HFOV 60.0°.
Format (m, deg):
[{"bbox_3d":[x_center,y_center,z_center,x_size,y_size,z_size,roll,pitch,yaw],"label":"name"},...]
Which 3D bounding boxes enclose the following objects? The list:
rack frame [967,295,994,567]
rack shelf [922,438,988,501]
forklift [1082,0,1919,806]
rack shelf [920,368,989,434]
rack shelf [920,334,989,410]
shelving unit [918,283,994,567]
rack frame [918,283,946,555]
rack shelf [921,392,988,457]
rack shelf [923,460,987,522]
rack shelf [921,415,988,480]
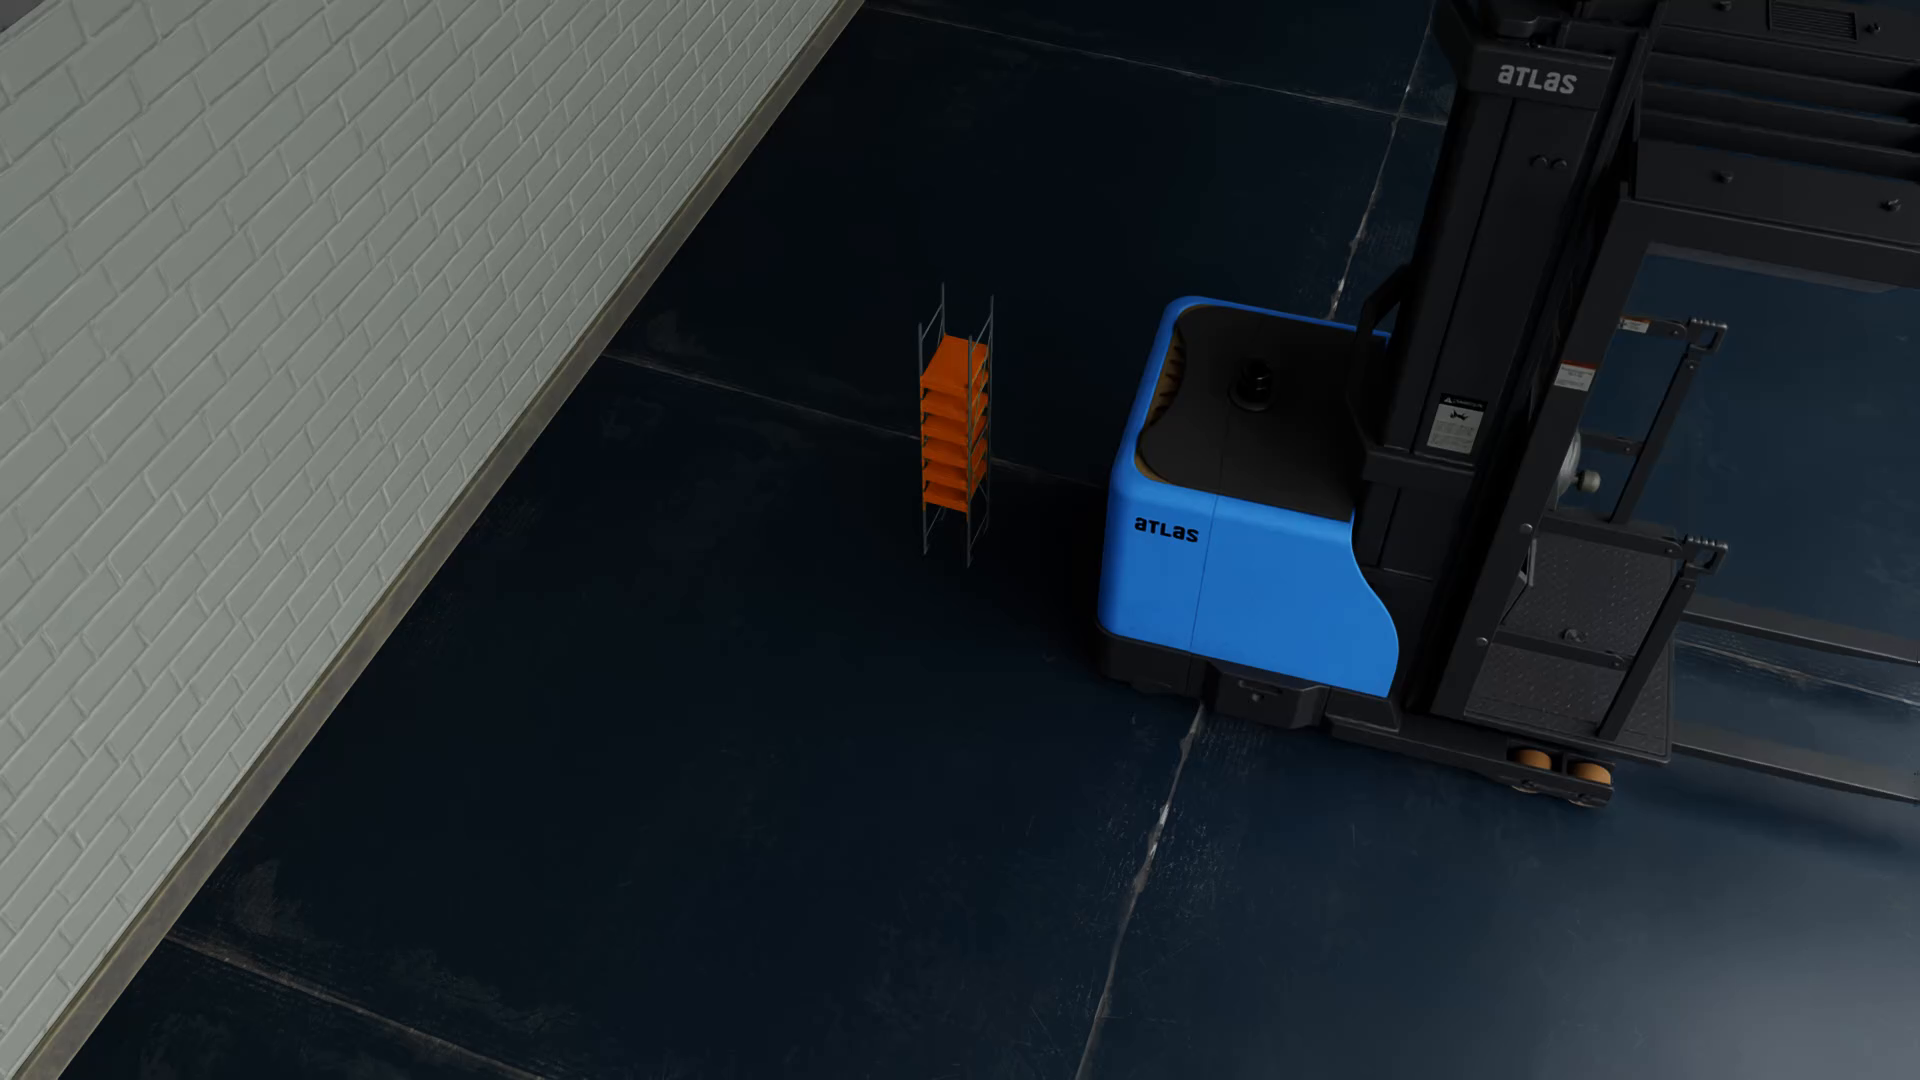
[{"bbox_3d":[0.072,-0.373,6.146,0.006,1.200,0.240,16,51,13],"label":"rack frame"},{"bbox_3d":[-0.014,-0.289,6.291,0.180,0.103,0.258,16,51,13],"label":"rack shelf"},{"bbox_3d":[2.028,-0.488,5.100,3.031,2.935,1.130,13,50,11],"label":"forklift"},{"bbox_3d":[-0.014,-0.525,6.019,0.180,0.103,0.258,16,51,13],"label":"rack shelf"},{"bbox_3d":[-0.014,-0.603,5.928,0.180,0.103,0.258,16,51,13],"label":"rack shelf"},{"bbox_3d":[-0.014,-0.397,6.166,0.189,1.200,0.258,16,51,13],"label":"shelving unit"},{"bbox_3d":[-0.099,-0.421,6.187,0.006,1.200,0.240,16,51,13],"label":"rack frame"},{"bbox_3d":[-0.014,-0.446,6.109,0.180,0.103,0.258,16,51,13],"label":"rack shelf"},{"bbox_3d":[-0.014,-0.210,6.381,0.180,0.103,0.258,16,51,13],"label":"rack shelf"},{"bbox_3d":[-0.014,-0.368,6.200,0.180,0.103,0.258,16,51,13],"label":"rack shelf"}]
